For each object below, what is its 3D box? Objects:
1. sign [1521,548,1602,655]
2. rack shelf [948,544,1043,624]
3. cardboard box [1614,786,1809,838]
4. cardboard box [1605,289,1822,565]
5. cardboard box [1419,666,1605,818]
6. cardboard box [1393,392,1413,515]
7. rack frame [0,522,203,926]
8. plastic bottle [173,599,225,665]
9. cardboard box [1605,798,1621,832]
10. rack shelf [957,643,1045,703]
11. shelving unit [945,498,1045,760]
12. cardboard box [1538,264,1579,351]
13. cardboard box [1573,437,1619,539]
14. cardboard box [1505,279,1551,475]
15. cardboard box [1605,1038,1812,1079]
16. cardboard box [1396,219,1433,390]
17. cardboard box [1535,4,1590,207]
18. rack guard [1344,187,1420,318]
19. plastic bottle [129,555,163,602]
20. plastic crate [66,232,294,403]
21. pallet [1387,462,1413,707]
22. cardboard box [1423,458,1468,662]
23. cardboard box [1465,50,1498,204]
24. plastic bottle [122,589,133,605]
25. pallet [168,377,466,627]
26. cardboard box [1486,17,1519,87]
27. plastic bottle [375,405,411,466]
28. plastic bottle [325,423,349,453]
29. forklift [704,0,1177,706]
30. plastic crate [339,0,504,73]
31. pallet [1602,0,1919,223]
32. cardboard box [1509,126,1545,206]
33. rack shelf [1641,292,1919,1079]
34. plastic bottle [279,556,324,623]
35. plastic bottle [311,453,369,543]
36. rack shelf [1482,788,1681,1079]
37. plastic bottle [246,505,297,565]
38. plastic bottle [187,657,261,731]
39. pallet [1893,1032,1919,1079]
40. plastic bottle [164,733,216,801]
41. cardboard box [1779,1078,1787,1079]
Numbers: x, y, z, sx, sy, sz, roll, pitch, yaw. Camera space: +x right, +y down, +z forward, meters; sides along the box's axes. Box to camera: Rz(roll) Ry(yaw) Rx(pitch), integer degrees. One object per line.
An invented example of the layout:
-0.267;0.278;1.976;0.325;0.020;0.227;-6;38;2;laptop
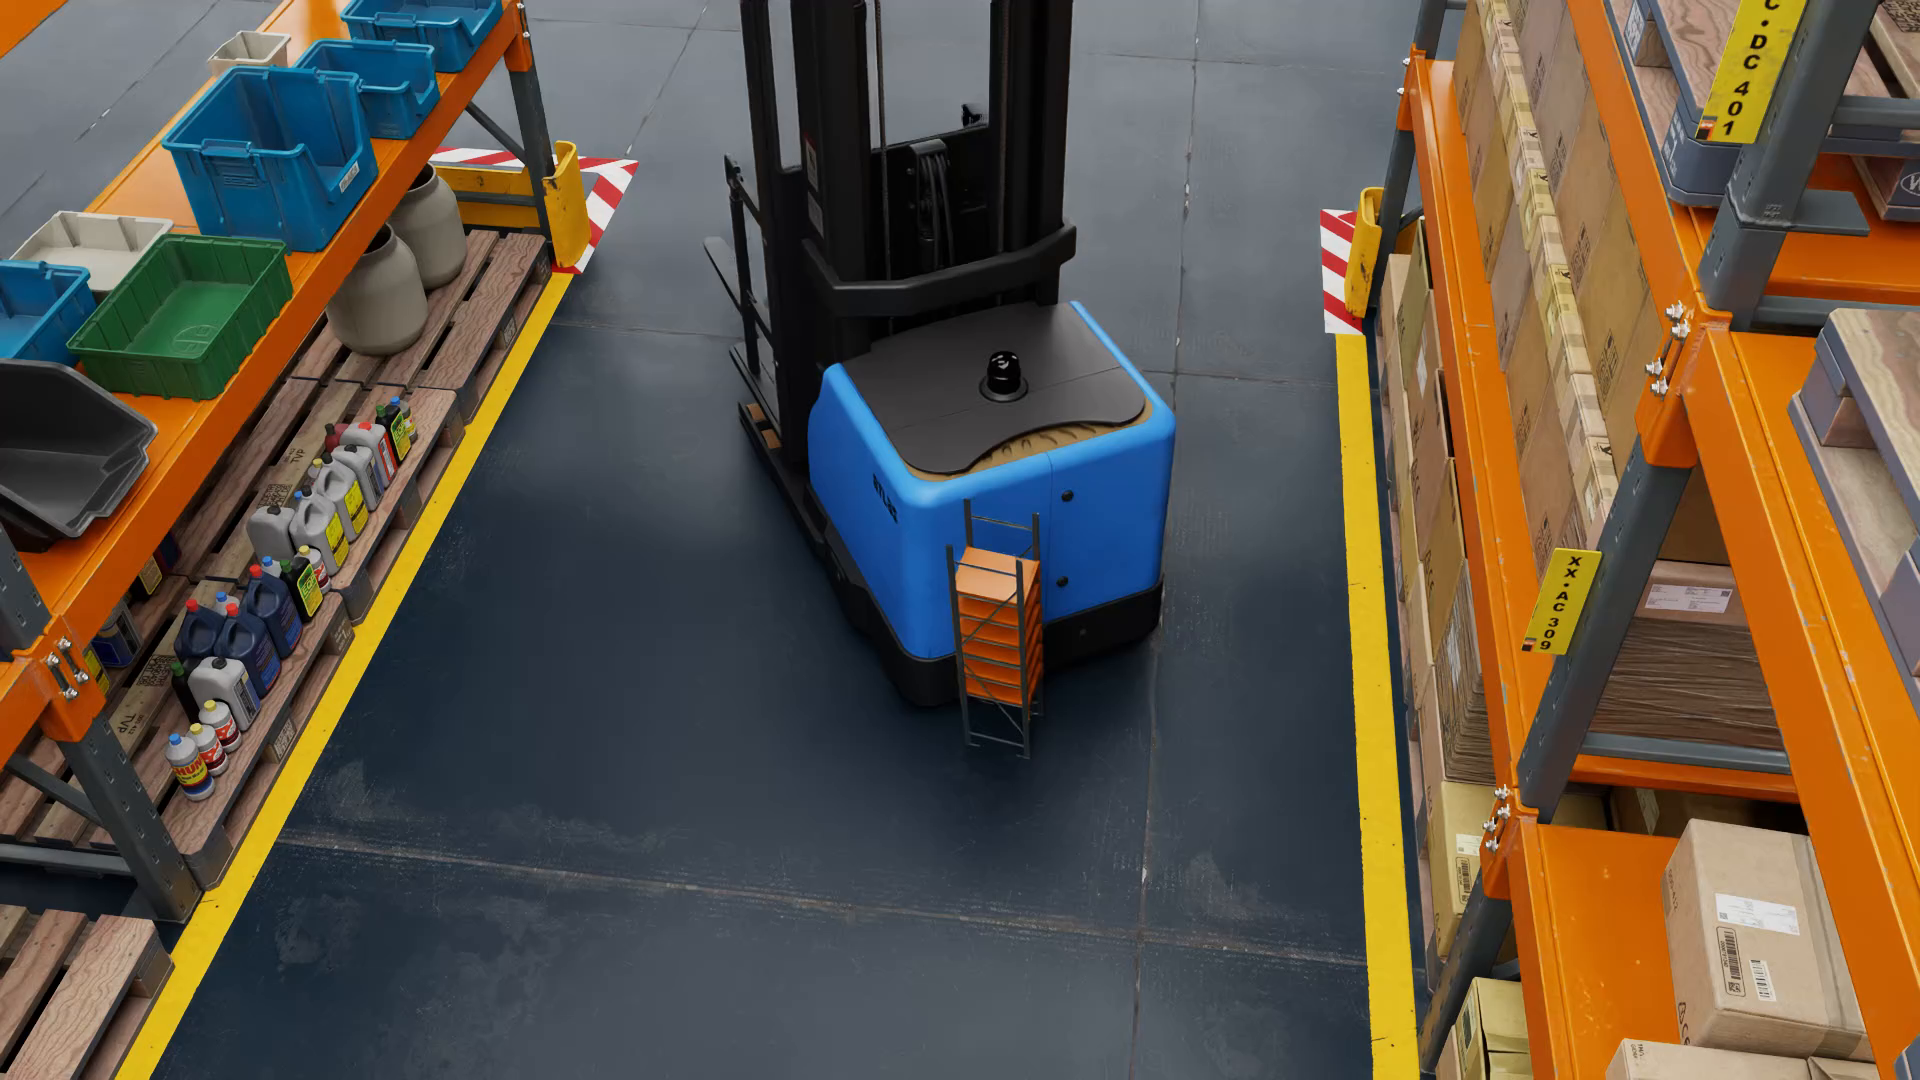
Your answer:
1.347;0.141;3.732;0.100;0.325;0.005;5;44;6;sign
0.114;0.138;5.268;0.258;0.103;0.180;12;55;13;rack shelf
2.269;0.820;4.852;0.500;0.500;0.500;5;44;6;cardboard box
1.950;-0.277;3.844;0.700;0.500;0.500;5;44;6;cardboard box
1.818;0.704;5.520;0.500;0.250;0.500;5;44;6;cardboard box
2.006;-0.319;6.600;0.500;0.250;0.500;5;44;6;cardboard box
-3.012;0.081;4.483;1.000;3.000;0.127;5;44;6;rack frame
-2.637;0.357;5.798;0.144;0.351;0.185;5;44;6;plastic bottle
2.259;1.091;5.111;0.500;0.250;0.500;5;44;6;cardboard box
0.139;0.424;5.653;0.258;0.103;0.180;12;55;13;rack shelf
0.130;0.326;5.521;0.258;1.200;0.189;12;55;13;shelving unit
1.857;-0.636;4.696;0.380;0.149;0.250;5;44;5;cardboard box
1.756;-0.111;4.141;0.380;0.149;0.250;4;44;5;cardboard box
2.083;-0.507;5.031;0.700;0.500;0.500;6;44;6;cardboard box
1.578;1.210;3.473;0.380;0.149;0.250;5;44;6;cardboard box
2.071;-0.933;6.702;0.500;0.500;0.500;5;44;6;cardboard box
2.149;-1.303;4.928;0.700;0.500;0.500;5;44;6;cardboard box
2.429;-1.301;7.761;1.175;0.500;0.348;5;44;6;rack guard
-3.039;0.083;6.136;0.061;0.283;0.133;5;44;6;plastic bottle
-2.553;-0.742;5.506;0.450;0.188;0.662;5;44;6;plastic crate
2.203;0.174;6.413;1.003;0.211;1.213;5;44;6;pallet
1.882;0.090;5.622;0.500;0.500;0.500;5;44;6;cardboard box
2.287;-1.553;6.136;0.700;0.500;0.500;6;44;7;cardboard box
-3.144;0.067;6.104;0.144;0.351;0.185;5;44;5;plastic bottle
-2.723;-0.194;6.802;1.003;0.211;1.213;5;44;6;pallet
2.059;-1.695;5.814;0.380;0.149;0.250;5;44;5;cardboard box
-2.289;-0.446;6.695;0.061;0.283;0.133;6;44;7;plastic bottle
-2.457;-0.367;6.612;0.061;0.283;0.133;5;44;6;plastic bottle
-0.303;-1.485;6.187;1.130;2.935;3.031;-17;46;-17;forklift
-2.253;-2.223;7.024;0.499;0.251;0.616;5;44;6;plastic crate
1.985;-1.107;3.620;1.003;0.211;1.213;5;44;6;pallet
1.957;-1.169;5.258;0.380;0.149;0.250;6;44;6;cardboard box
1.633;1.069;1.781;1.077;0.370;4.000;5;44;6;rack shelf
-2.406;0.158;6.058;0.061;0.283;0.133;7;44;7;plastic bottle
-2.388;-0.175;6.359;0.144;0.351;0.185;7;44;7;plastic bottle
1.633;2.158;2.813;1.077;0.370;4.000;5;44;6;rack shelf
-2.563;-0.017;6.247;0.152;0.276;0.135;5;44;6;plastic bottle
-2.520;0.510;5.691;0.152;0.276;0.135;7;44;7;plastic bottle
1.515;1.006;1.462;1.003;0.211;1.213;7;44;7;pallet
-2.535;0.734;5.457;0.097;0.271;0.097;0;43;0;plastic bottle
1.710;1.378;3.040;0.500;0.500;0.500;8;44;9;cardboard box
